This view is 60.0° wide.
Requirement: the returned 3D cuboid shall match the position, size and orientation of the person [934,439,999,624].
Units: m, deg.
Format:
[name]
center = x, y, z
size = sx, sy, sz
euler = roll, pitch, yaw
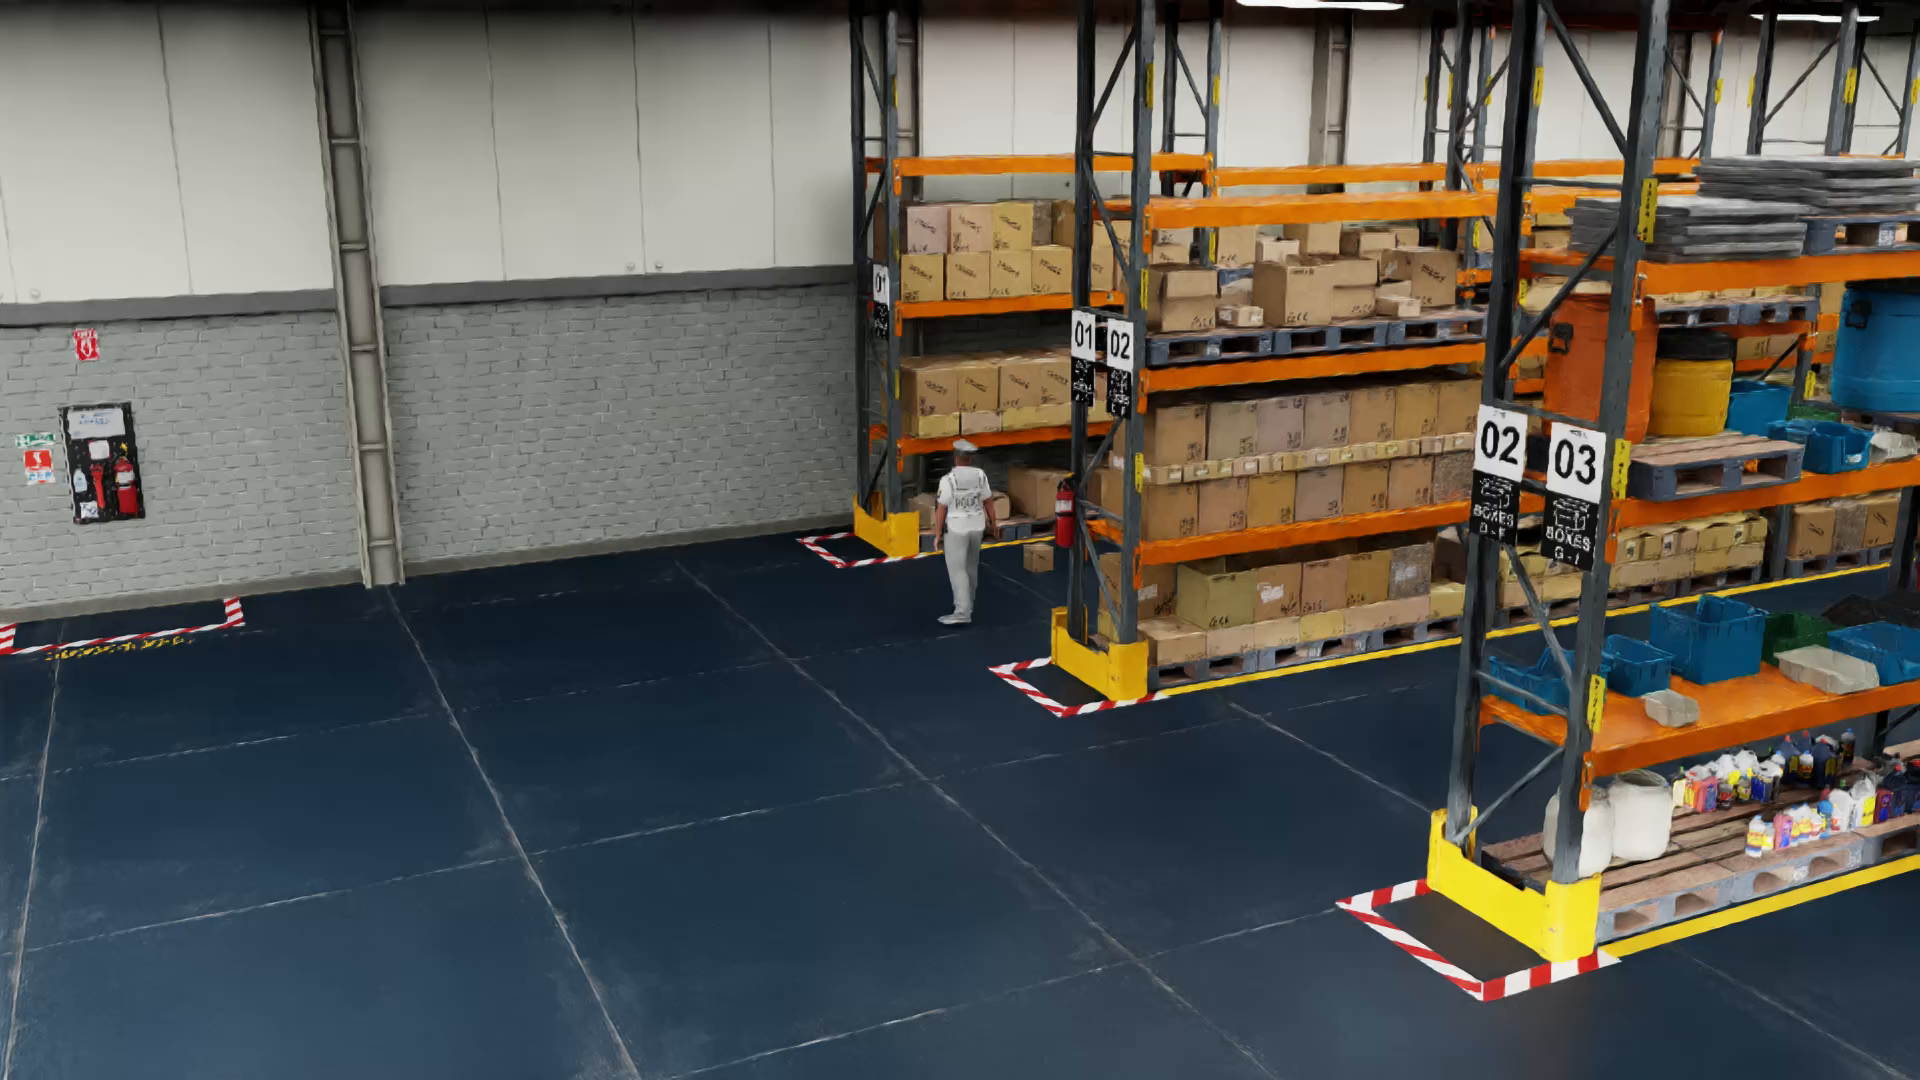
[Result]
[person]
center = 0.040, -0.113, 16.199
size = 0.761, 1.748, 0.639
euler = -10, 18, -33
